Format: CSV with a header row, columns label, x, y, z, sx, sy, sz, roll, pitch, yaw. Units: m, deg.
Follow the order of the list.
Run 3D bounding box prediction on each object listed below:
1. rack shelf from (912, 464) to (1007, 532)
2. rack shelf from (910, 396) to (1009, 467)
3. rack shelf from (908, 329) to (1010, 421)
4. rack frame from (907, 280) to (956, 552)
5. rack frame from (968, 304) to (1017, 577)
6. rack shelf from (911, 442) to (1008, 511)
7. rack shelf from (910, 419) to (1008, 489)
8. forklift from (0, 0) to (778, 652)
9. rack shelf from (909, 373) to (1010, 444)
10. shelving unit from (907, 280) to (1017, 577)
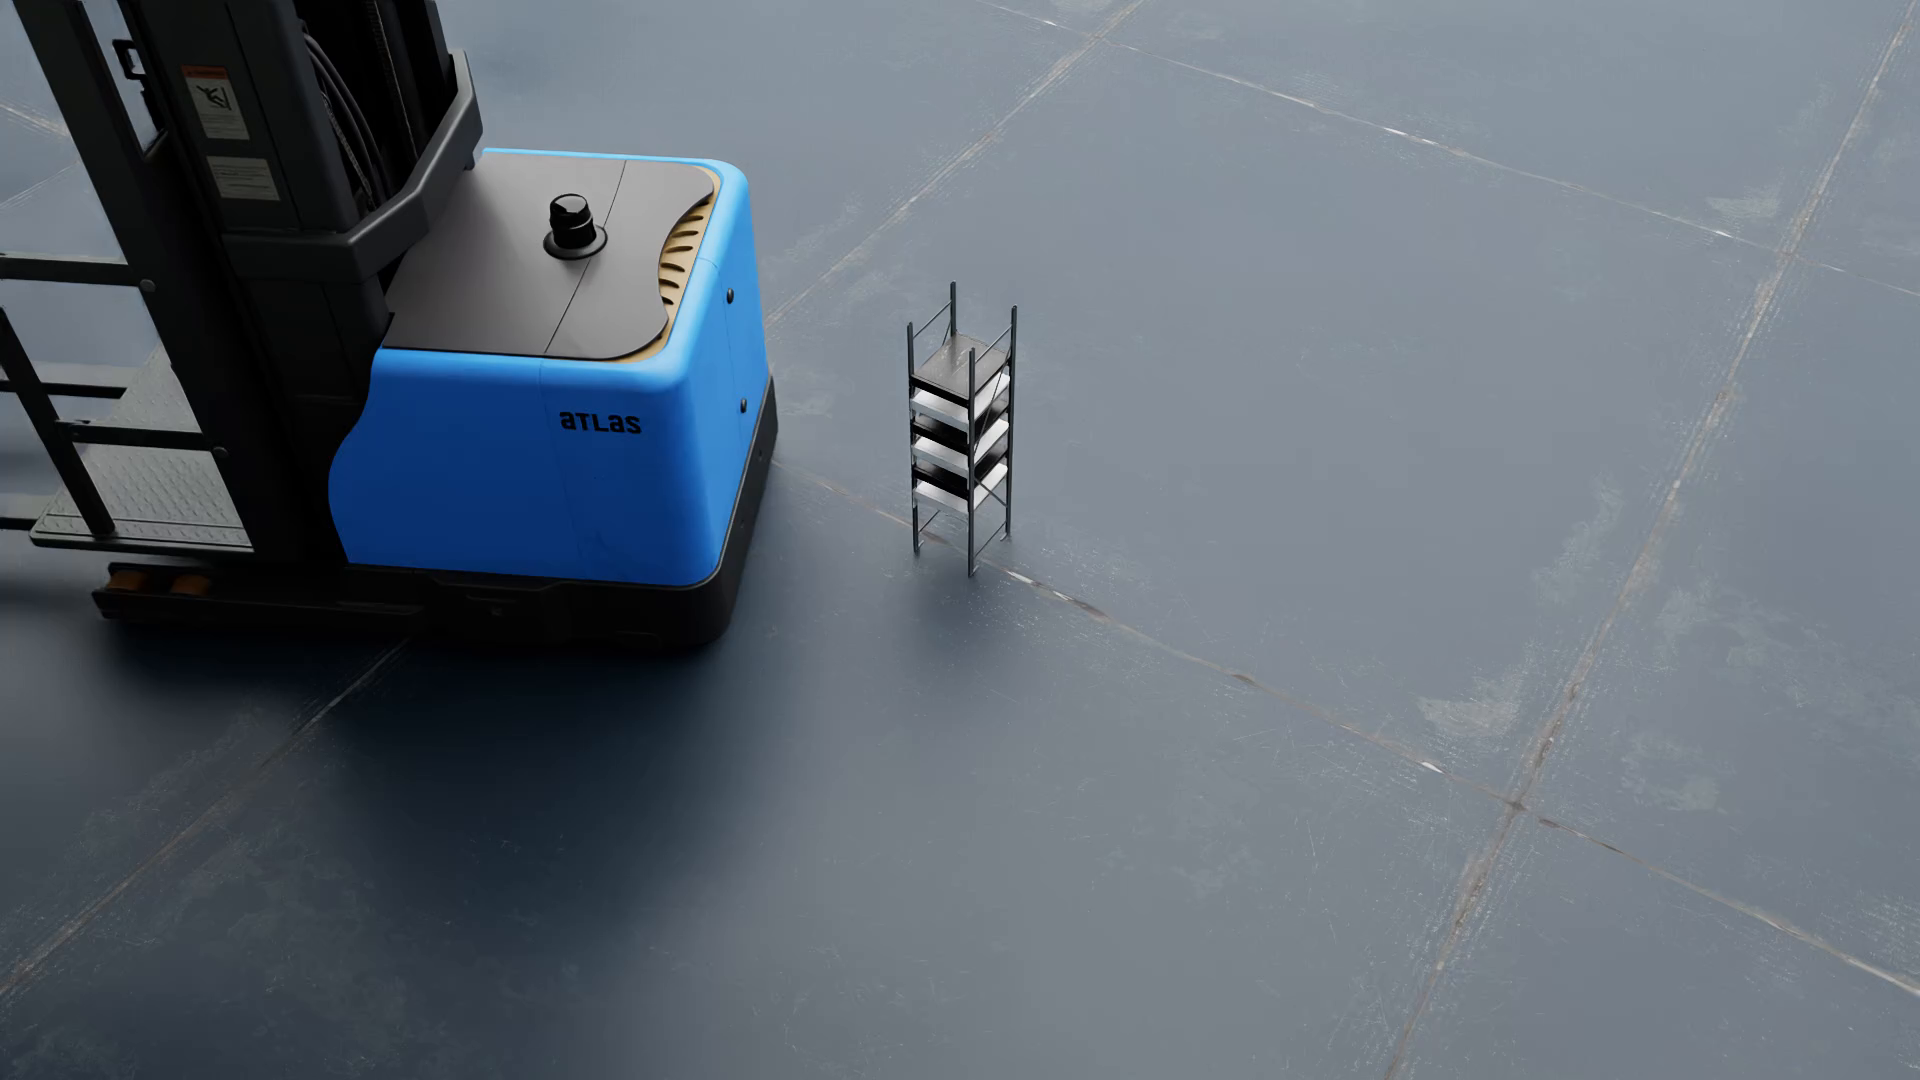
label,x,y,z,sx,sy,sz,roll,pitch,yaw
rack shelf,0.007,-0.162,5.080,0.200,0.077,0.258,25,51,22
rack shelf,0.007,-0.350,4.886,0.200,0.077,0.258,25,51,22
rack shelf,0.007,-0.475,4.757,0.200,0.077,0.258,25,51,22
rack frame,-0.079,-0.350,4.965,0.006,0.900,0.240,25,51,22
rack frame,0.092,-0.271,4.889,0.006,0.900,0.240,25,51,22
rack shelf,0.007,-0.225,5.016,0.200,0.077,0.258,25,51,22
rack shelf,0.007,-0.287,4.951,0.200,0.077,0.258,25,51,22
forklift,-2.150,-1.134,4.311,3.031,2.935,1.130,4,46,4
rack shelf,0.007,-0.413,4.822,0.200,0.077,0.258,25,51,22
shelving unit,0.007,-0.310,4.927,0.210,0.900,0.258,25,51,22
